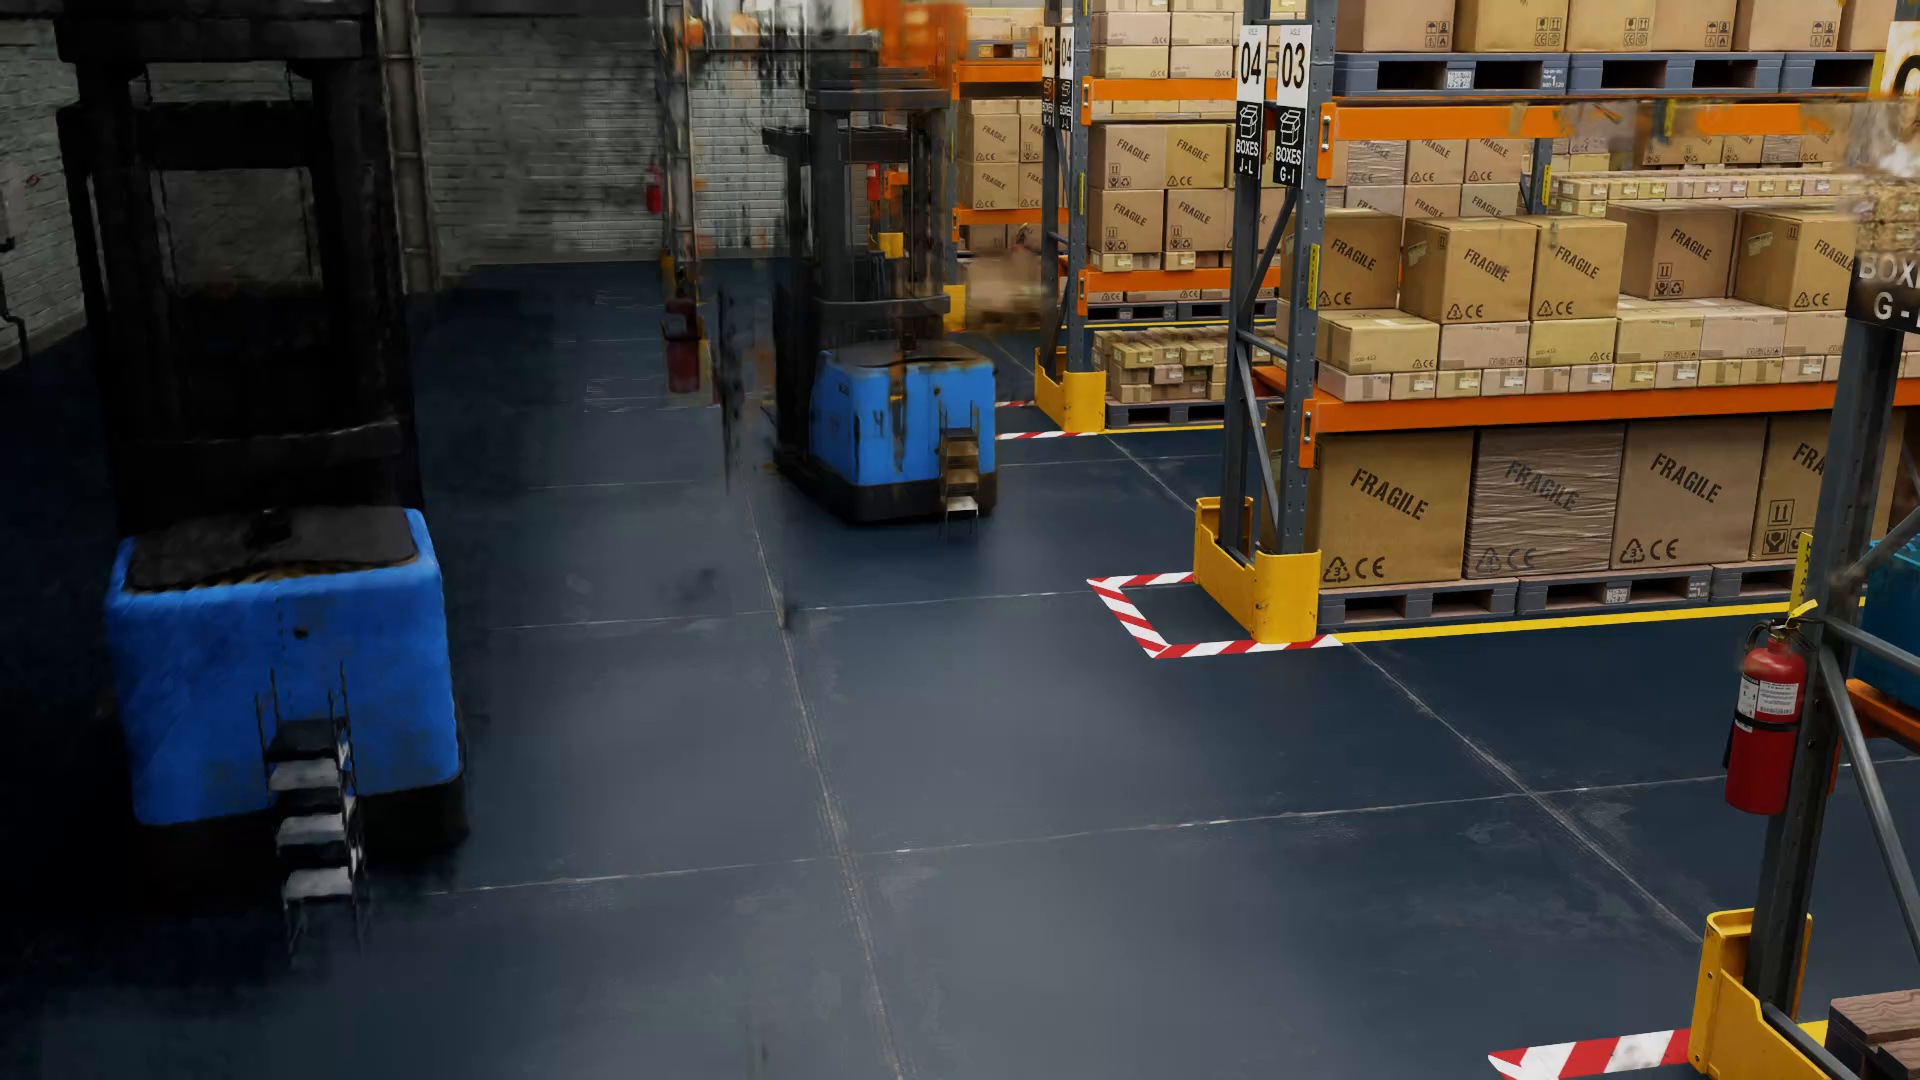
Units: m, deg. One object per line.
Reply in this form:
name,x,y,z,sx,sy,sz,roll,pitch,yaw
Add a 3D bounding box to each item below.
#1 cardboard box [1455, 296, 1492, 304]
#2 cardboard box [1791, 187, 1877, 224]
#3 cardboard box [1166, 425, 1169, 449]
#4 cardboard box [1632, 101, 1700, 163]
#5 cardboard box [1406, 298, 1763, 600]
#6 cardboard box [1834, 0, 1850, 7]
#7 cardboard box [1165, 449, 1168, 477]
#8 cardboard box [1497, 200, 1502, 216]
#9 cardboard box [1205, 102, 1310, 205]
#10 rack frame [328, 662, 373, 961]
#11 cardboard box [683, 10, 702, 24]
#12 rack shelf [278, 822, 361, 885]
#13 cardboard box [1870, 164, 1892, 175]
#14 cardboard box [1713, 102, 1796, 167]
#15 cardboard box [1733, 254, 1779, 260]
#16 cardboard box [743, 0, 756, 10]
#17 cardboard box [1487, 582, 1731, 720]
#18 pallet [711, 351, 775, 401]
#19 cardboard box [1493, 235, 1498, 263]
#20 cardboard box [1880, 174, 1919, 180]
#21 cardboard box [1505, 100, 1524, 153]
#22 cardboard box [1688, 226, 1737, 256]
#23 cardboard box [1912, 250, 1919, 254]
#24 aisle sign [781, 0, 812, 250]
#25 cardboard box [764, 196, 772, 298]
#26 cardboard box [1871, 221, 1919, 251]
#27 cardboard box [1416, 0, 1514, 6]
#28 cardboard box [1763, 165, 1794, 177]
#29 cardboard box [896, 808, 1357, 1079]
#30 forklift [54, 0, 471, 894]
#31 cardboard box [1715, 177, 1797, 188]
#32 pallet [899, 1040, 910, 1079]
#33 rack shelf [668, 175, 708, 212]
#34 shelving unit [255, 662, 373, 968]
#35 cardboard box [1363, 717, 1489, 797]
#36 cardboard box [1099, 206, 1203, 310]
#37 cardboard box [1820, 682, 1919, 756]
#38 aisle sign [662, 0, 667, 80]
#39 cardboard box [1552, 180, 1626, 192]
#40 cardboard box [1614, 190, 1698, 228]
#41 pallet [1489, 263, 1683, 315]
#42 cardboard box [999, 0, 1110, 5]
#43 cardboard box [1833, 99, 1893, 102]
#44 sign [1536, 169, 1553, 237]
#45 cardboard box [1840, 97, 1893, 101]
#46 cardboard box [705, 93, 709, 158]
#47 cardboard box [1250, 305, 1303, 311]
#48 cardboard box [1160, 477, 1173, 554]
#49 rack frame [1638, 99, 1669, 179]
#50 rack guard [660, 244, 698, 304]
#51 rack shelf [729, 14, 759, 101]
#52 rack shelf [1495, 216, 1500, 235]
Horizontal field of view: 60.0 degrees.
cardboard box,4.544,-2.501,14.274,0.250,0.149,0.380,-3,17,-11
cardboard box,6.524,-3.031,14.272,0.250,0.149,0.380,-3,17,-8
cardboard box,3.113,-1.790,14.659,0.250,0.149,0.380,-4,18,-13
cardboard box,8.063,-4.845,20.085,0.500,0.500,0.500,-4,17,-12
cardboard box,3.216,-1.483,9.002,0.500,0.500,0.500,-4,17,-12
cardboard box,7.117,-4.395,14.732,0.500,0.500,0.500,-3,17,-10
cardboard box,2.949,-1.656,14.222,0.250,0.149,0.380,-3,17,-10
cardboard box,6.226,-4.118,19.365,0.500,0.250,0.500,-3,17,-11
cardboard box,3.358,-3.214,13.786,0.500,0.500,0.500,-3,17,-9
rack frame,0.092,-0.435,10.697,0.006,0.900,0.240,-3,17,-10
cardboard box,-0.773,-6.598,22.505,0.250,0.149,0.380,-3,17,-9
rack shelf,-0.008,-0.312,10.714,0.200,0.077,0.258,-3,17,-10
cardboard box,9.861,-4.506,20.087,0.250,0.149,0.380,-4,17,-12
cardboard box,8.666,-4.729,19.707,0.500,0.500,0.500,-2,17,-8
cardboard box,6.018,-2.718,14.266,0.250,0.149,0.380,-3,17,-10
cardboard box,-0.148,-6.819,22.543,0.500,0.250,0.500,-3,17,-9
cardboard box,3.220,-1.124,9.110,0.500,0.250,0.500,-4,17,-12
pallet,0.585,-2.637,19.039,1.213,0.211,1.003,-3,17,-10
cardboard box,6.099,-3.471,19.907,0.875,0.875,0.875,-3,17,-10
cardboard box,7.452,-3.280,15.081,0.250,0.149,0.380,-4,18,-13
cardboard box,6.220,-4.714,19.177,0.500,0.500,0.500,-3,17,-10
cardboard box,5.762,-2.846,14.176,0.250,0.149,0.380,-3,17,-9
cardboard box,7.050,-2.778,14.461,0.250,0.149,0.380,-3,17,-9
aisle sign,1.681,-2.199,8.434,0.004,0.787,0.394,-3,17,-10
cardboard box,1.245,-2.771,14.048,0.500,0.500,0.500,-3,17,-9
cardboard box,6.790,-2.905,14.366,0.250,0.149,0.380,-4,17,-12
cardboard box,4.350,-3.962,13.748,0.500,0.250,0.500,-3,17,-9
cardboard box,8.859,-4.411,19.778,0.250,0.149,0.380,-3,17,-10
cardboard box,2.308,-0.290,9.551,0.875,0.875,0.875,-3,17,-10
forklift,-0.761,-1.917,12.060,1.130,2.935,3.031,-7,18,-21
cardboard box,6.417,-3.221,14.888,0.250,0.149,0.380,-4,18,-13
pallet,2.465,0.220,9.738,1.213,0.211,1.003,-3,17,-10
rack shelf,0.833,-5.101,23.537,4.000,0.370,1.077,-3,17,-10
shelving unit,-0.008,-0.430,10.678,0.210,0.900,0.258,-3,17,-10
cardboard box,2.865,-0.895,9.044,0.250,0.149,0.380,-4,17,-11
cardboard box,2.850,-2.708,13.843,0.500,0.500,0.500,-4,17,-12
cardboard box,3.873,-0.952,9.231,0.250,0.149,0.380,-3,17,-10
aisle sign,-0.201,-5.058,17.744,0.004,0.787,0.394,-3,17,-10
cardboard box,5.401,-3.164,14.702,0.250,0.149,0.380,-4,17,-12
cardboard box,5.527,-2.976,14.093,0.250,0.149,0.380,-3,17,-9
pallet,5.558,-2.614,14.539,1.213,0.211,1.003,-3,17,-10
cardboard box,2.363,-3.856,13.404,0.500,0.250,0.500,-4,17,-12
cardboard box,10.102,-4.967,20.483,0.500,0.500,0.500,-3,17,-11
sign,4.891,-2.963,13.874,0.005,0.325,0.100,-3,17,-10
cardboard box,10.021,-5.258,20.325,0.250,0.149,0.380,-2,17,-7
cardboard box,0.243,-4.525,18.561,0.500,0.500,0.500,-3,17,-9
cardboard box,3.520,-2.427,14.032,0.250,0.149,0.380,-4,18,-13
cardboard box,2.618,-1.248,9.517,0.500,0.250,0.500,-4,17,-11
rack frame,7.670,-4.349,19.862,0.127,3.000,1.000,-3,17,-10
rack guard,-1.056,-4.143,23.450,0.348,0.500,1.175,-3,17,-10
rack shelf,2.817,-3.683,13.811,4.000,0.370,1.077,-3,17,-10
rack shelf,5.706,-3.894,19.605,4.000,0.370,1.077,-3,17,-10
